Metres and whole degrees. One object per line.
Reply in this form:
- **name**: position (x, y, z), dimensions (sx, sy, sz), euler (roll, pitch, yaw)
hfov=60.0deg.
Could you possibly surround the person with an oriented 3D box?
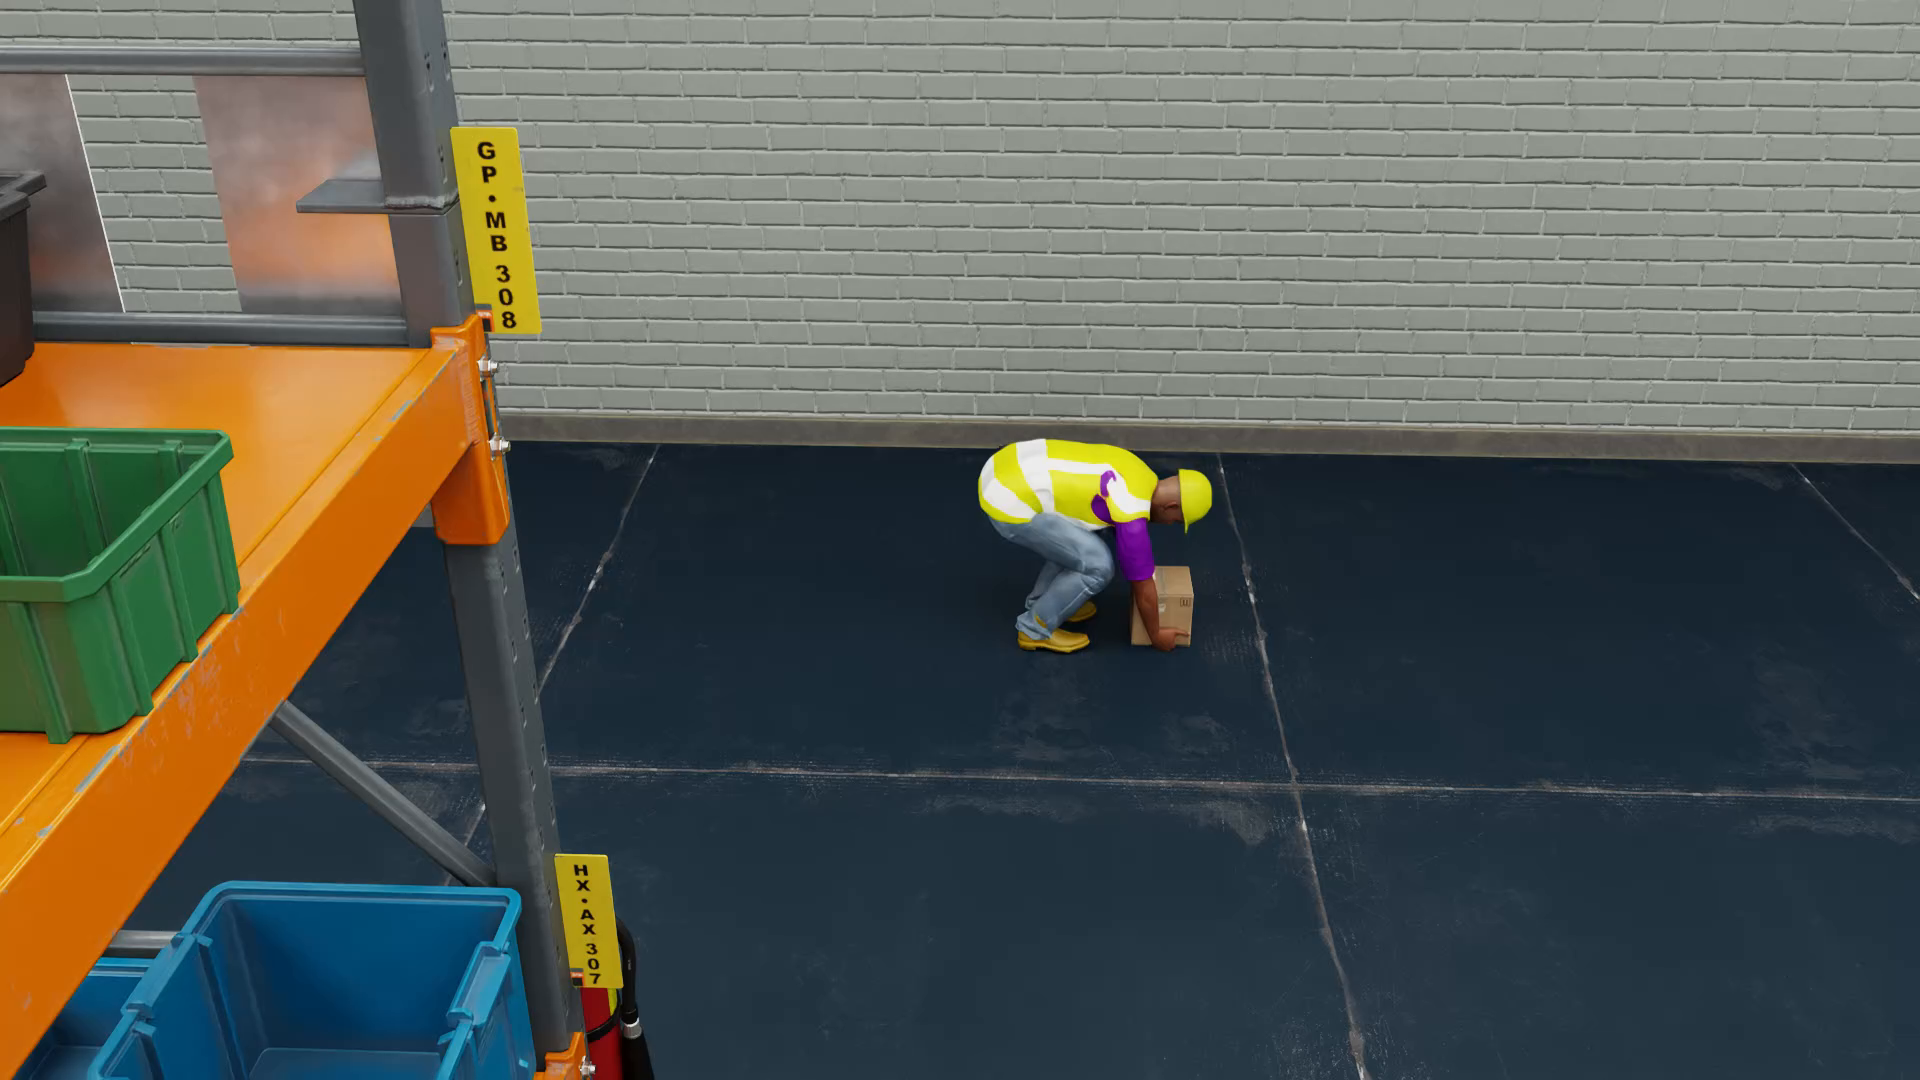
- **person**: position (0.564, 0.004, 7.045), dimensions (0.978, 0.897, 0.514), euler (0, 28, 0)
